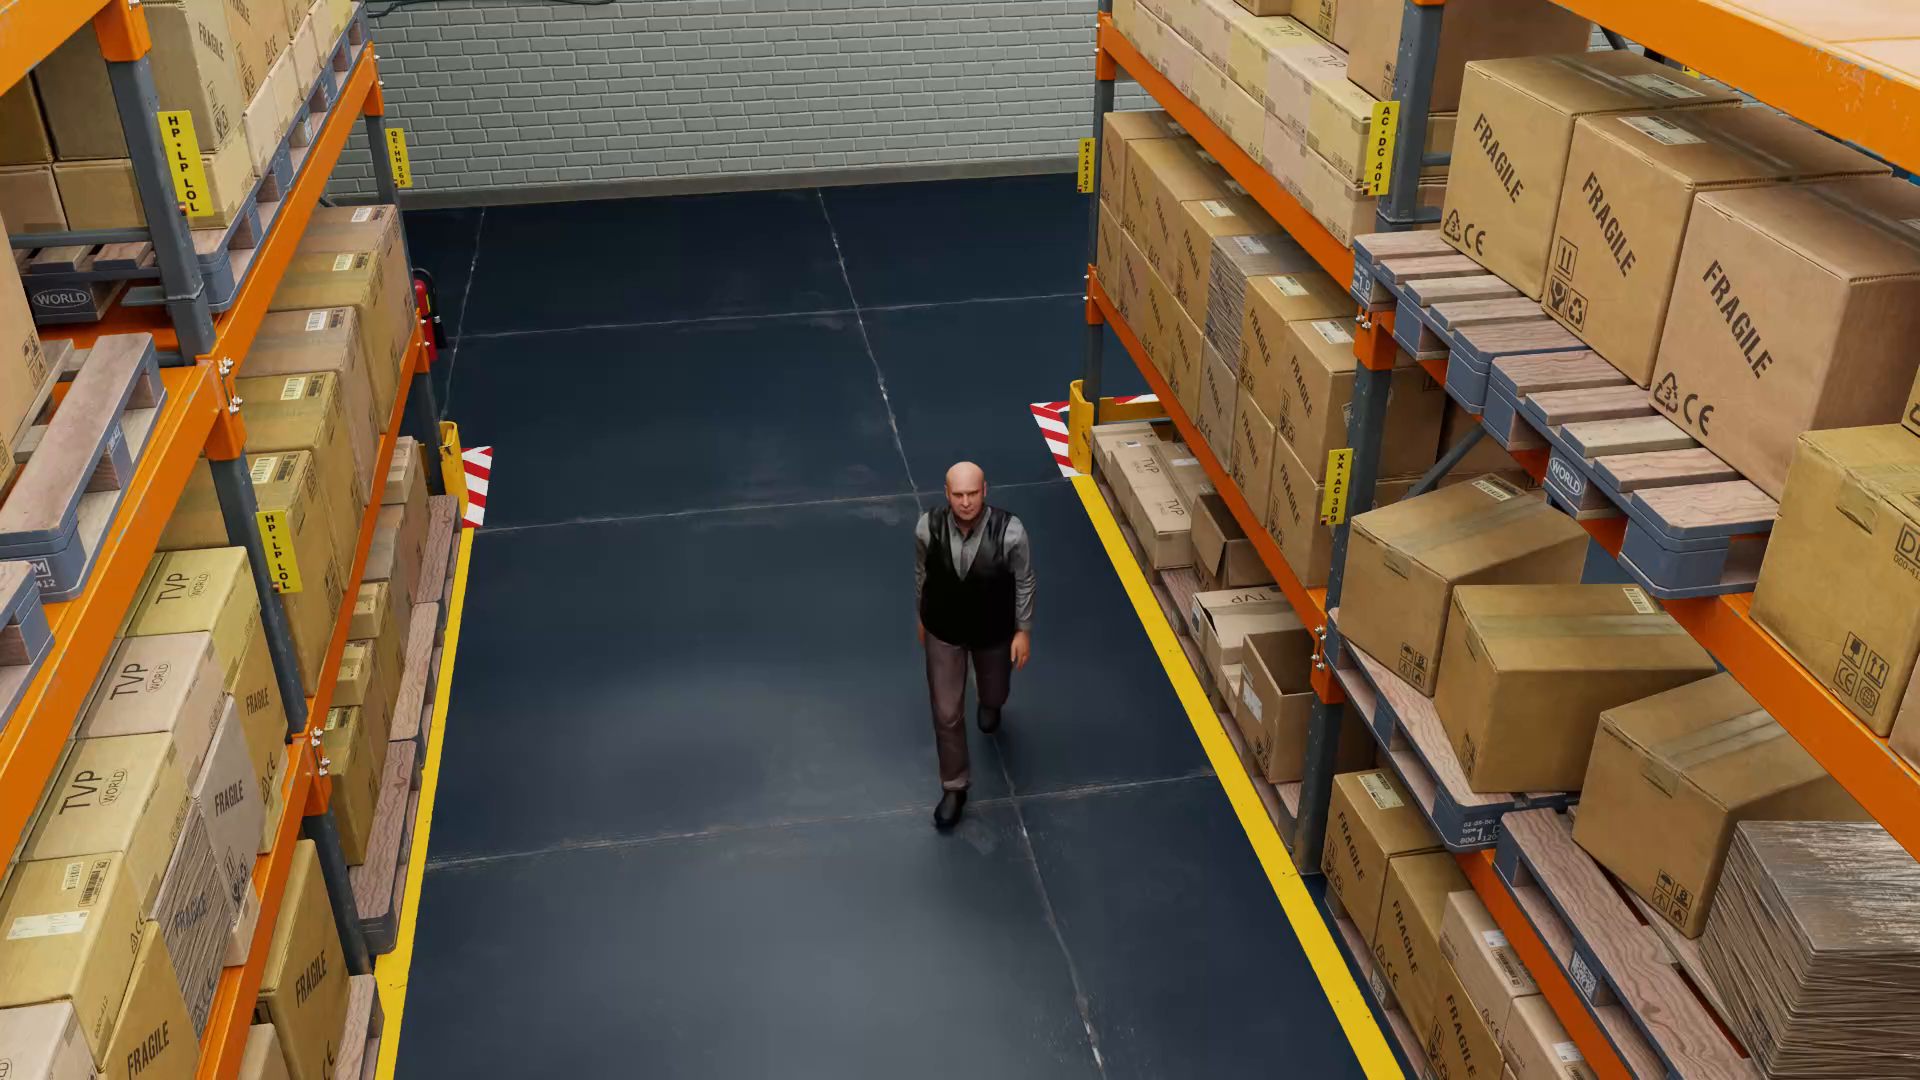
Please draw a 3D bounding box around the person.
[{"bbox_3d":[0.069,0.373,7.528,0.551,1.691,0.936,3,31,5],"label":"person"}]
